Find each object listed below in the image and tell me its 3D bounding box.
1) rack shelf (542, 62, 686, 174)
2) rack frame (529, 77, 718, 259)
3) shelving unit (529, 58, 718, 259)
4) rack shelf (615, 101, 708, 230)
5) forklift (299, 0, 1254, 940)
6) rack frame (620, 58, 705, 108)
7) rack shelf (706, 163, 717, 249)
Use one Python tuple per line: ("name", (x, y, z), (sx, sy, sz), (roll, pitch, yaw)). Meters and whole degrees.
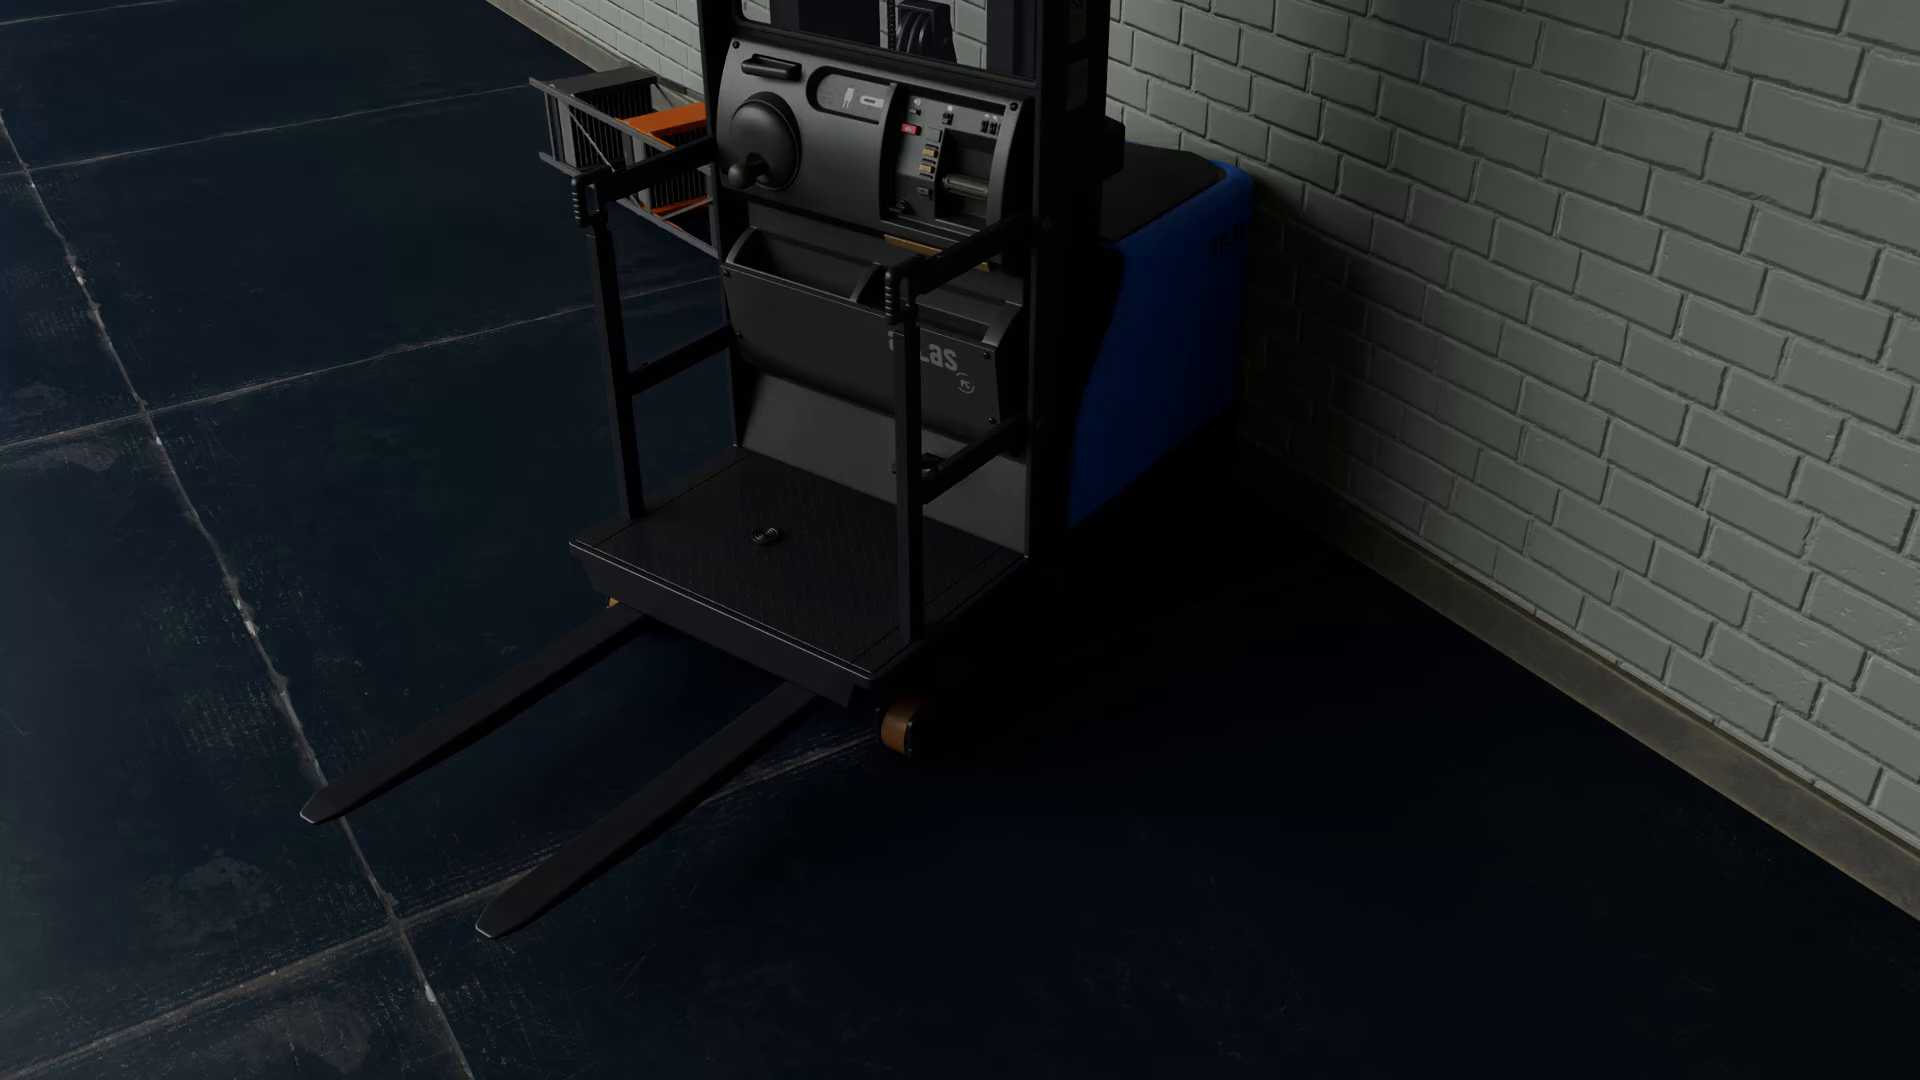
("rack shelf", (-1.624, -1.964, 7.903), (0.480, 0.431, 0.518), (-23, 39, -32))
("rack frame", (-1.381, -1.597, 7.323), (0.015, 0.400, 2.100), (-23, 39, -32))
("shelving unit", (-1.191, -1.680, 7.453), (0.503, 0.431, 2.100), (-23, 39, -32))
("rack shelf", (-1.183, -1.674, 7.444), (0.480, 0.431, 0.518), (-23, 39, -32))
("forklift", (-0.367, -0.969, 4.039), (1.130, 2.935, 3.031), (21, 38, 30))
("rack frame", (-1.002, -1.762, 7.583), (0.015, 0.400, 2.100), (-23, 39, -32))
("rack shelf", (-0.741, -1.384, 6.984), (0.480, 0.431, 0.518), (-23, 39, -32))
